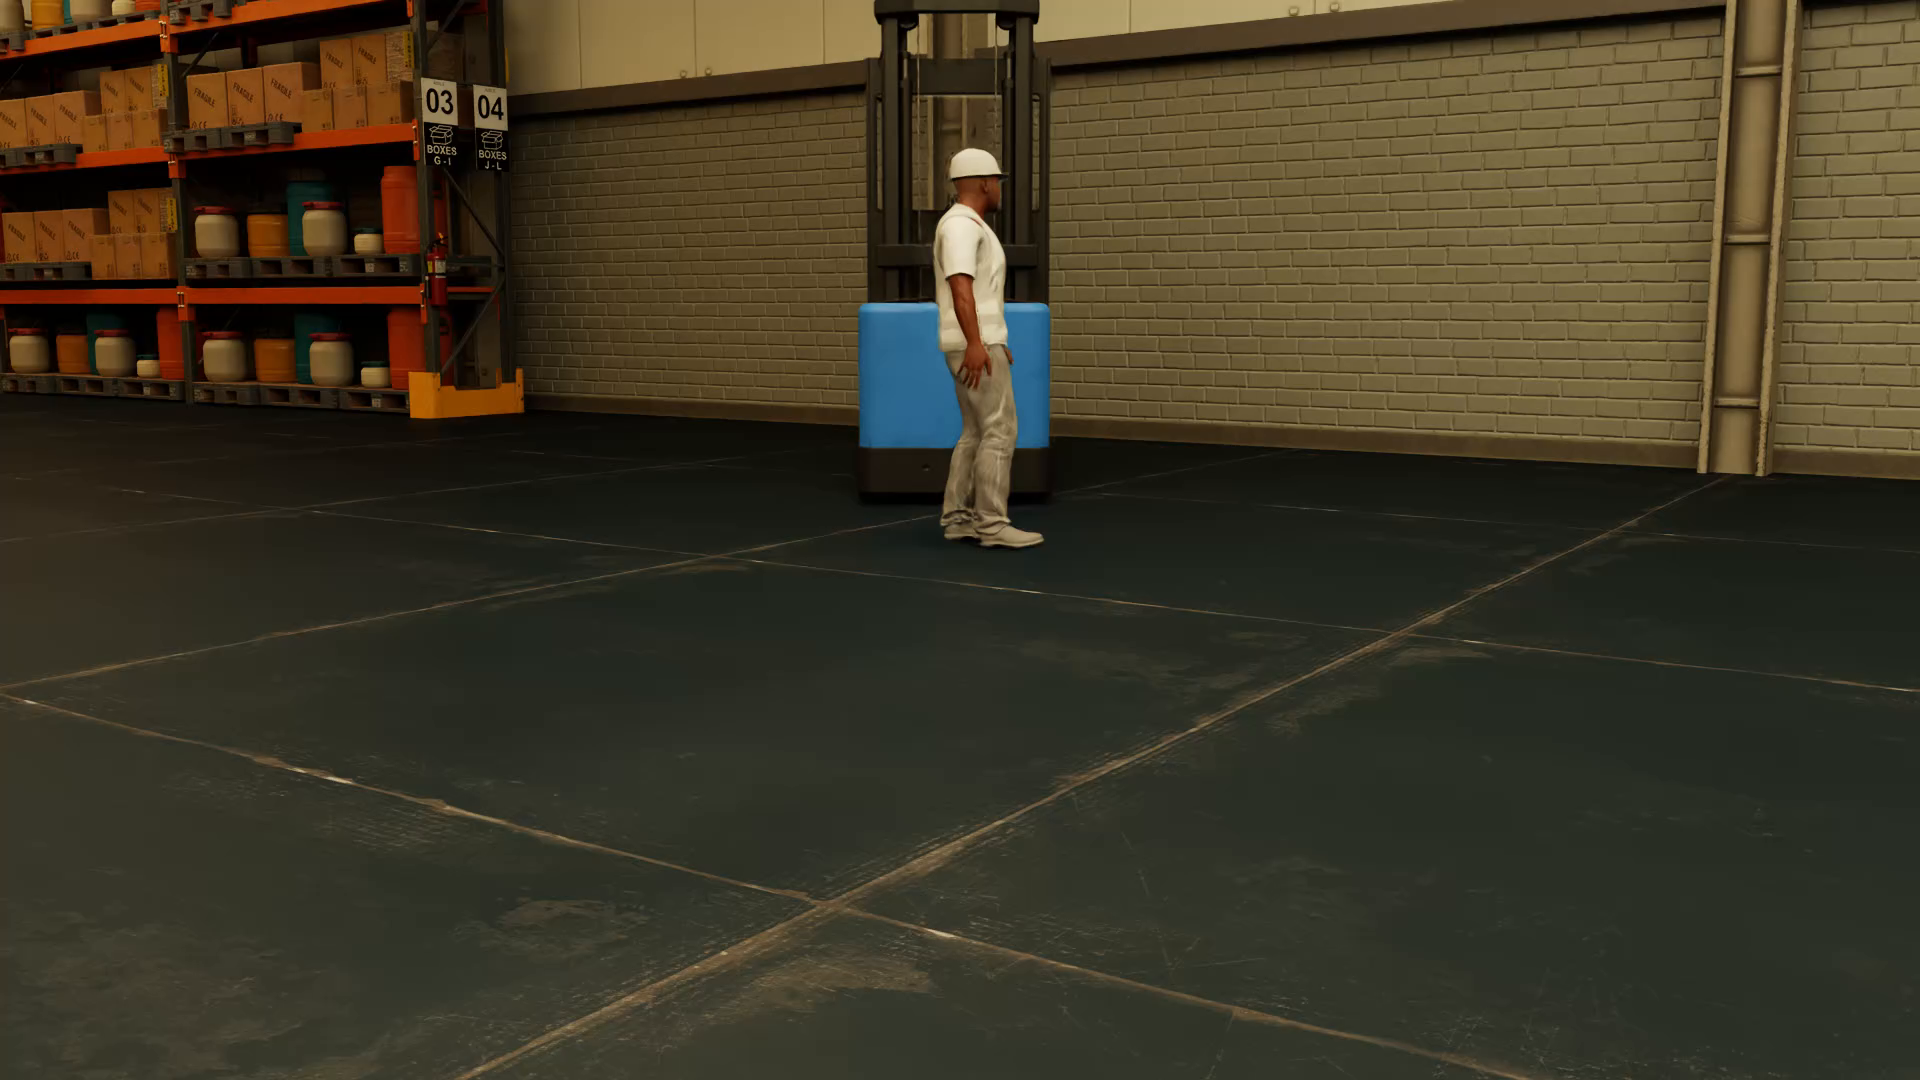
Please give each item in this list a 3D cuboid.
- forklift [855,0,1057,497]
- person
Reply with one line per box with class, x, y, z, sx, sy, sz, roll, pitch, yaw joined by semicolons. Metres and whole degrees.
forklift;-0.006;-1.843;10.153;1.130;2.935;3.031;0;8;1
person;0.113;-0.863;7.496;0.474;1.762;0.718;-1;8;-4
